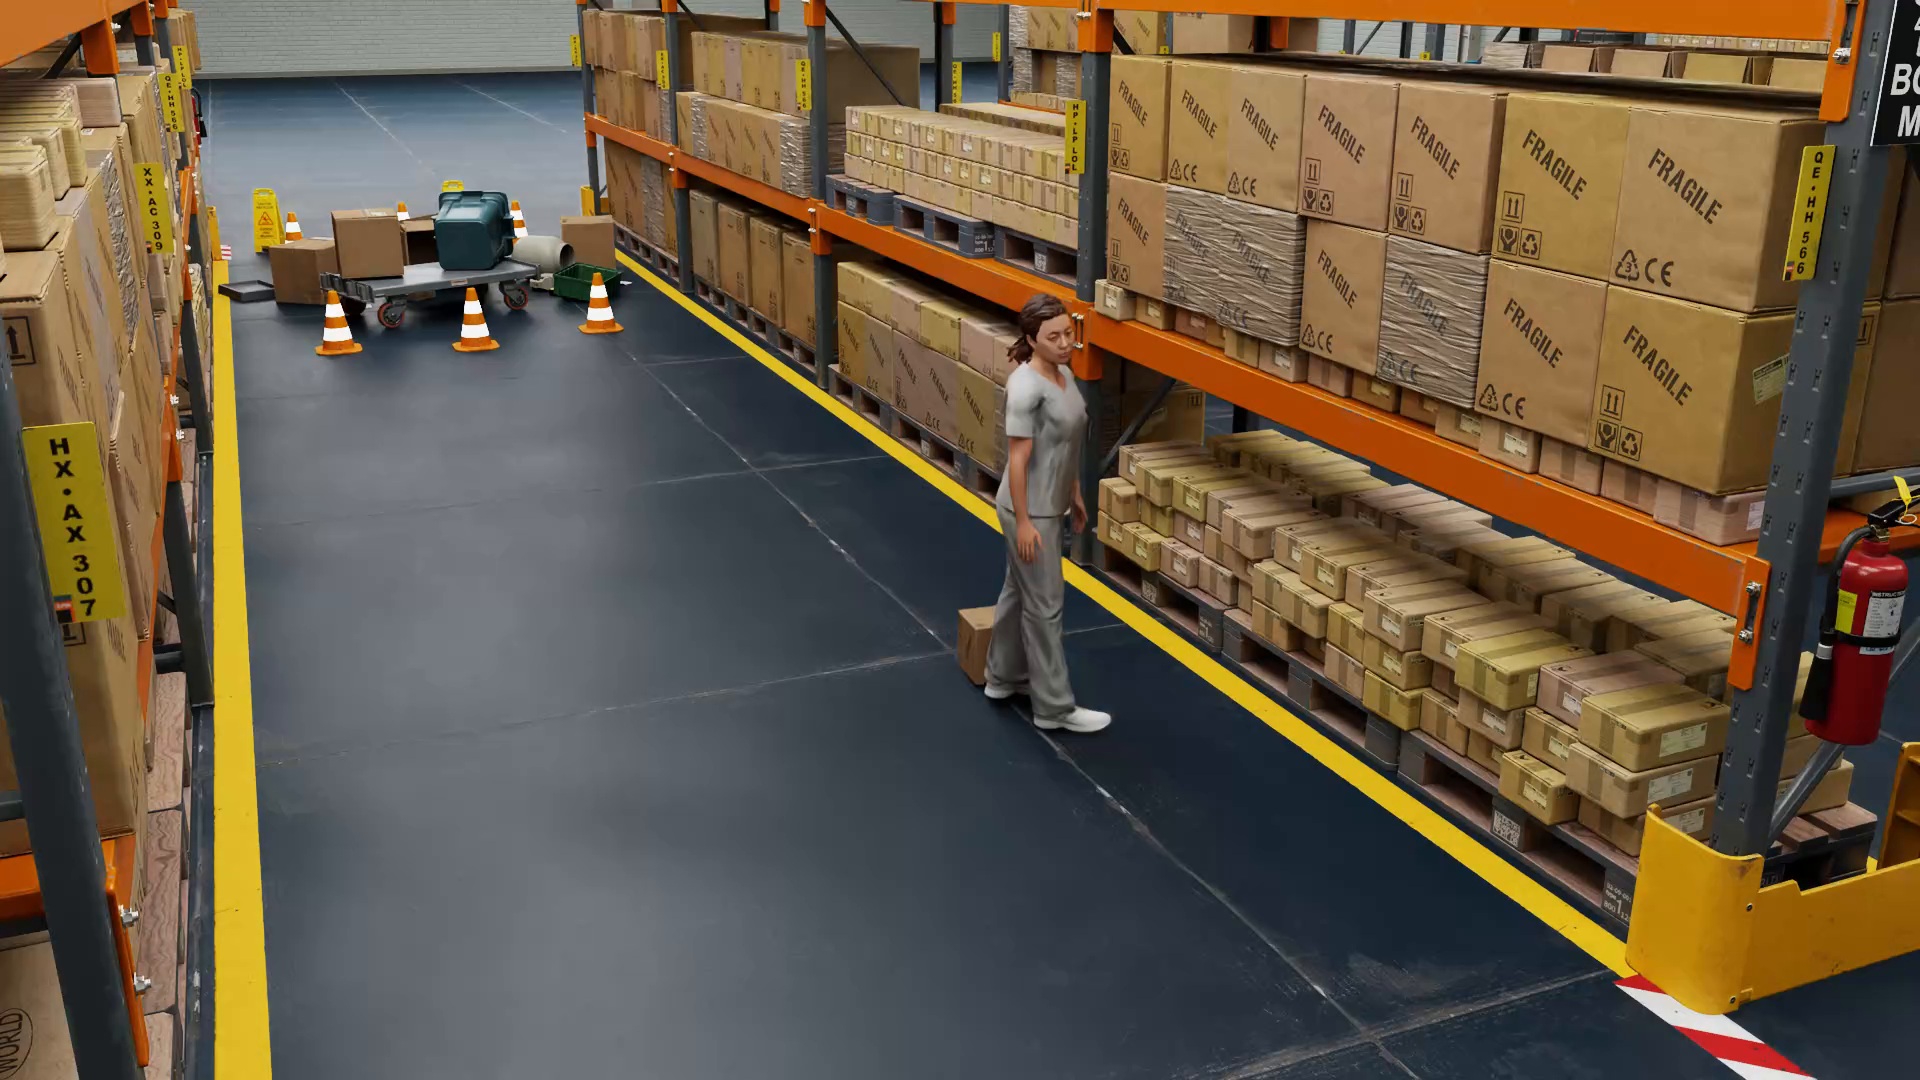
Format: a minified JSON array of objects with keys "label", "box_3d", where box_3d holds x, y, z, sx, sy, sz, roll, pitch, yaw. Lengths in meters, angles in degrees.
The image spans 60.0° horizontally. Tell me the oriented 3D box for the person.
[{"label":"person","box_3d":[0.339,-0.104,6.296,0.583,1.666,0.536,7,20,19]}]
